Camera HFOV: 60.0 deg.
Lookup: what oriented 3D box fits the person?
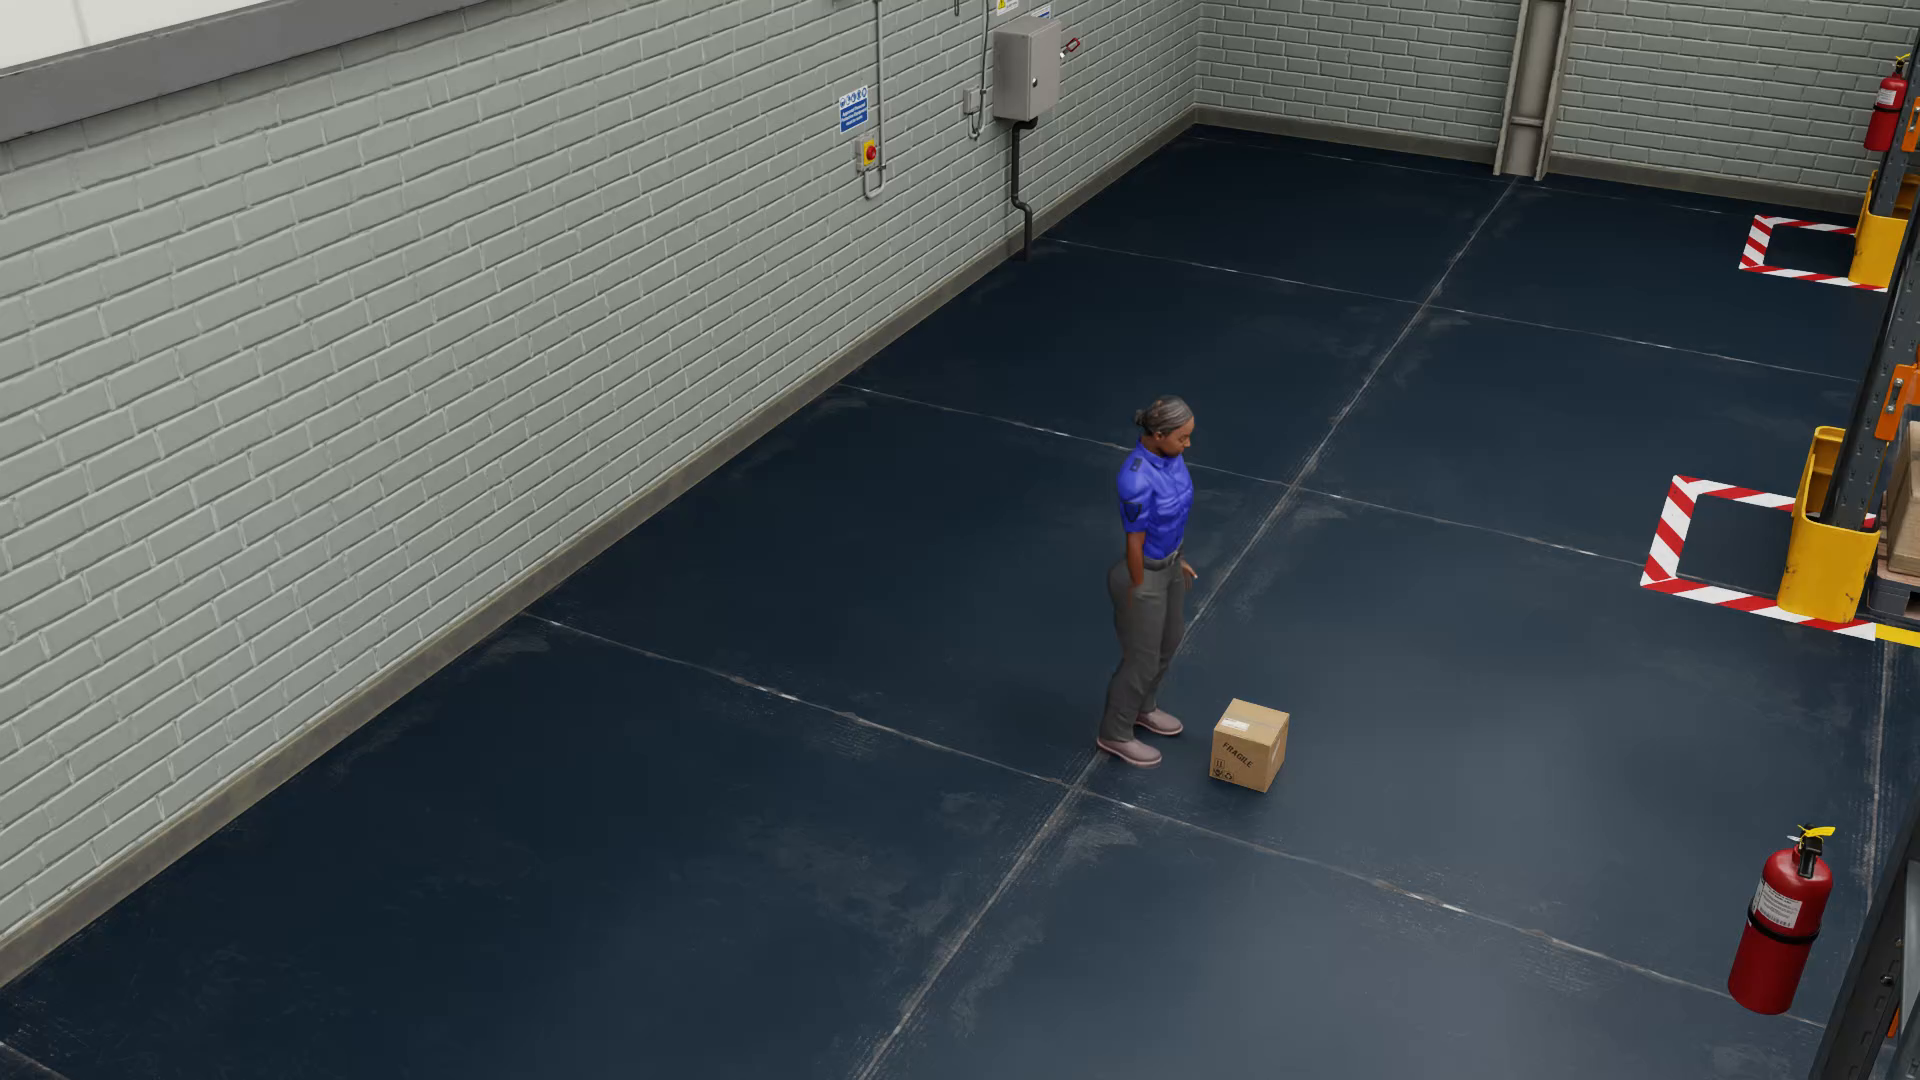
[{"bbox_3d":[0.795,0.152,6.893,0.305,1.650,0.432,15,34,24],"label":"person"}]
